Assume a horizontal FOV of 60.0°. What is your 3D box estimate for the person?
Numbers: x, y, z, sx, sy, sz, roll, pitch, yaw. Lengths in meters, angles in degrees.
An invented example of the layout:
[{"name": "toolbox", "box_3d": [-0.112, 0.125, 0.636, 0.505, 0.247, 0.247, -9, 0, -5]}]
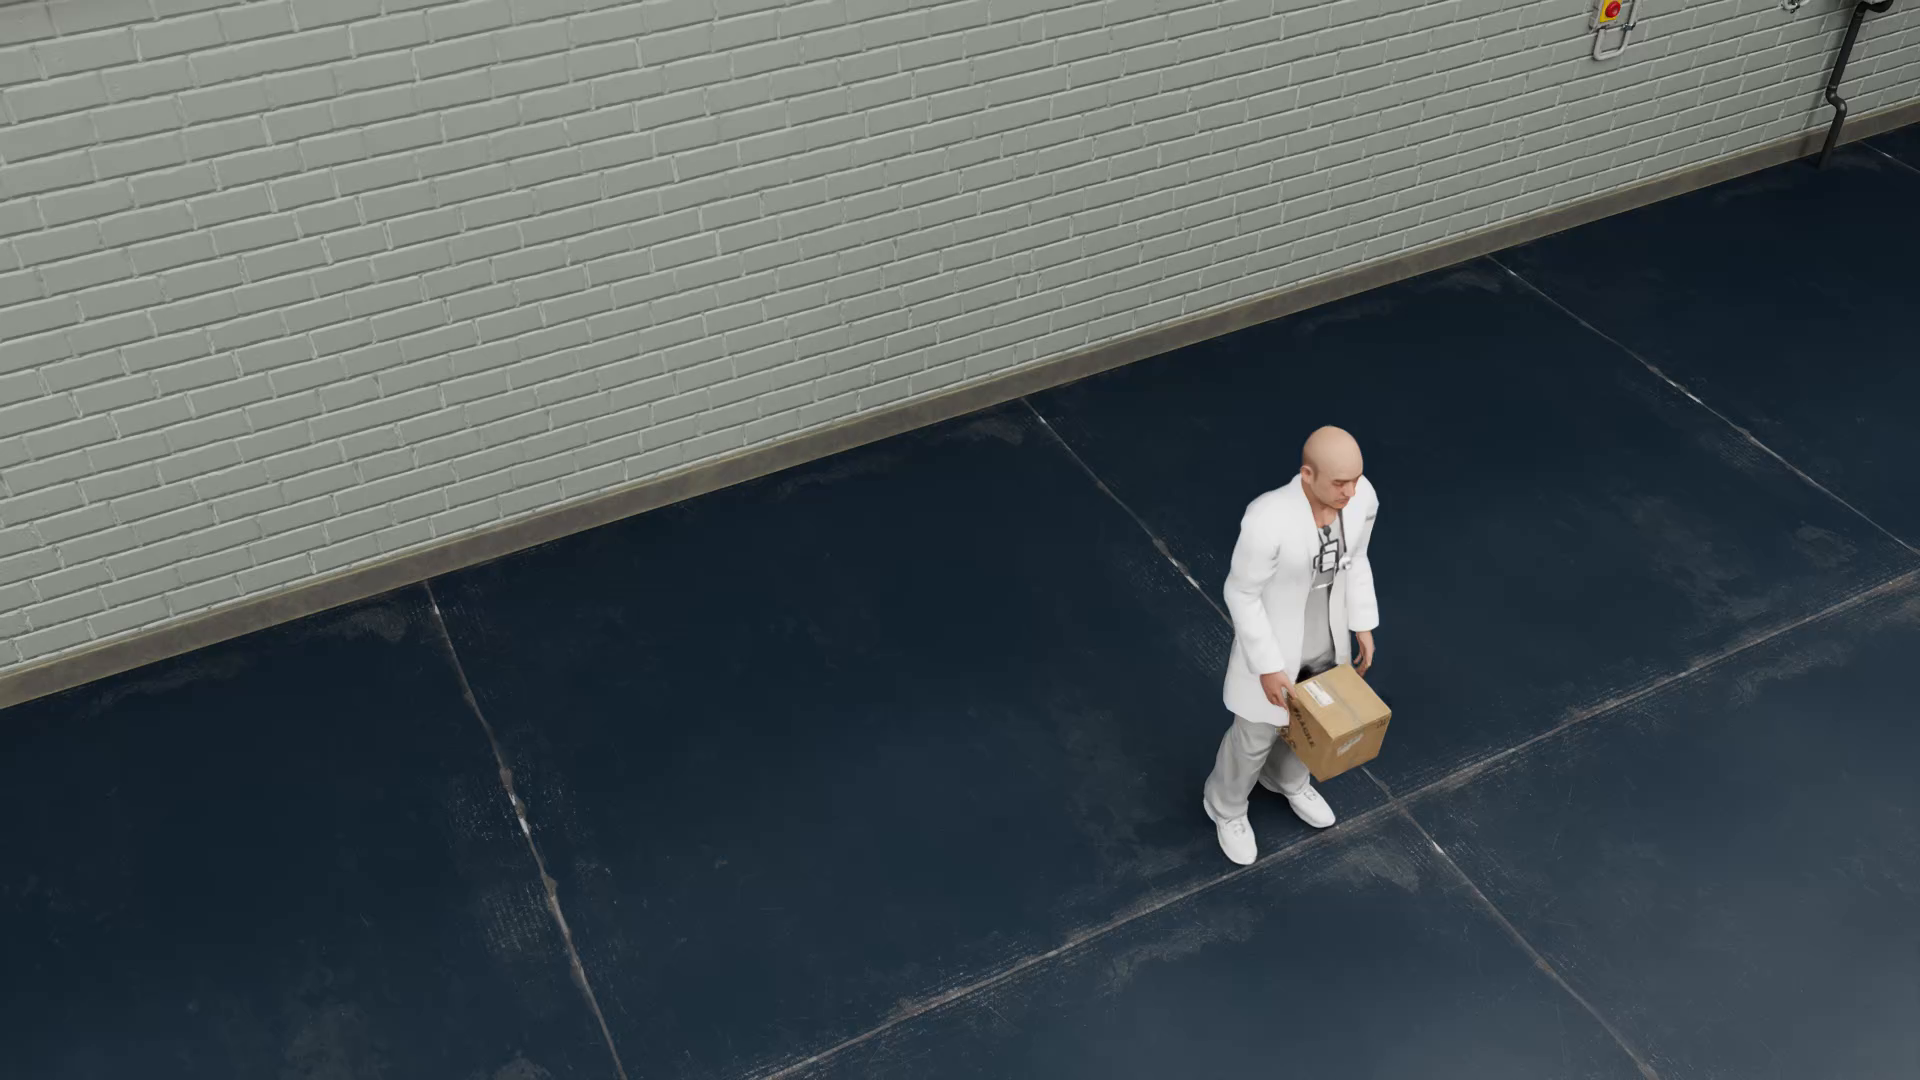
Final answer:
[{"name": "person", "box_3d": [1.184, 0.345, 5.769, 0.653, 1.774, 0.420, -21, 45, -23]}]
